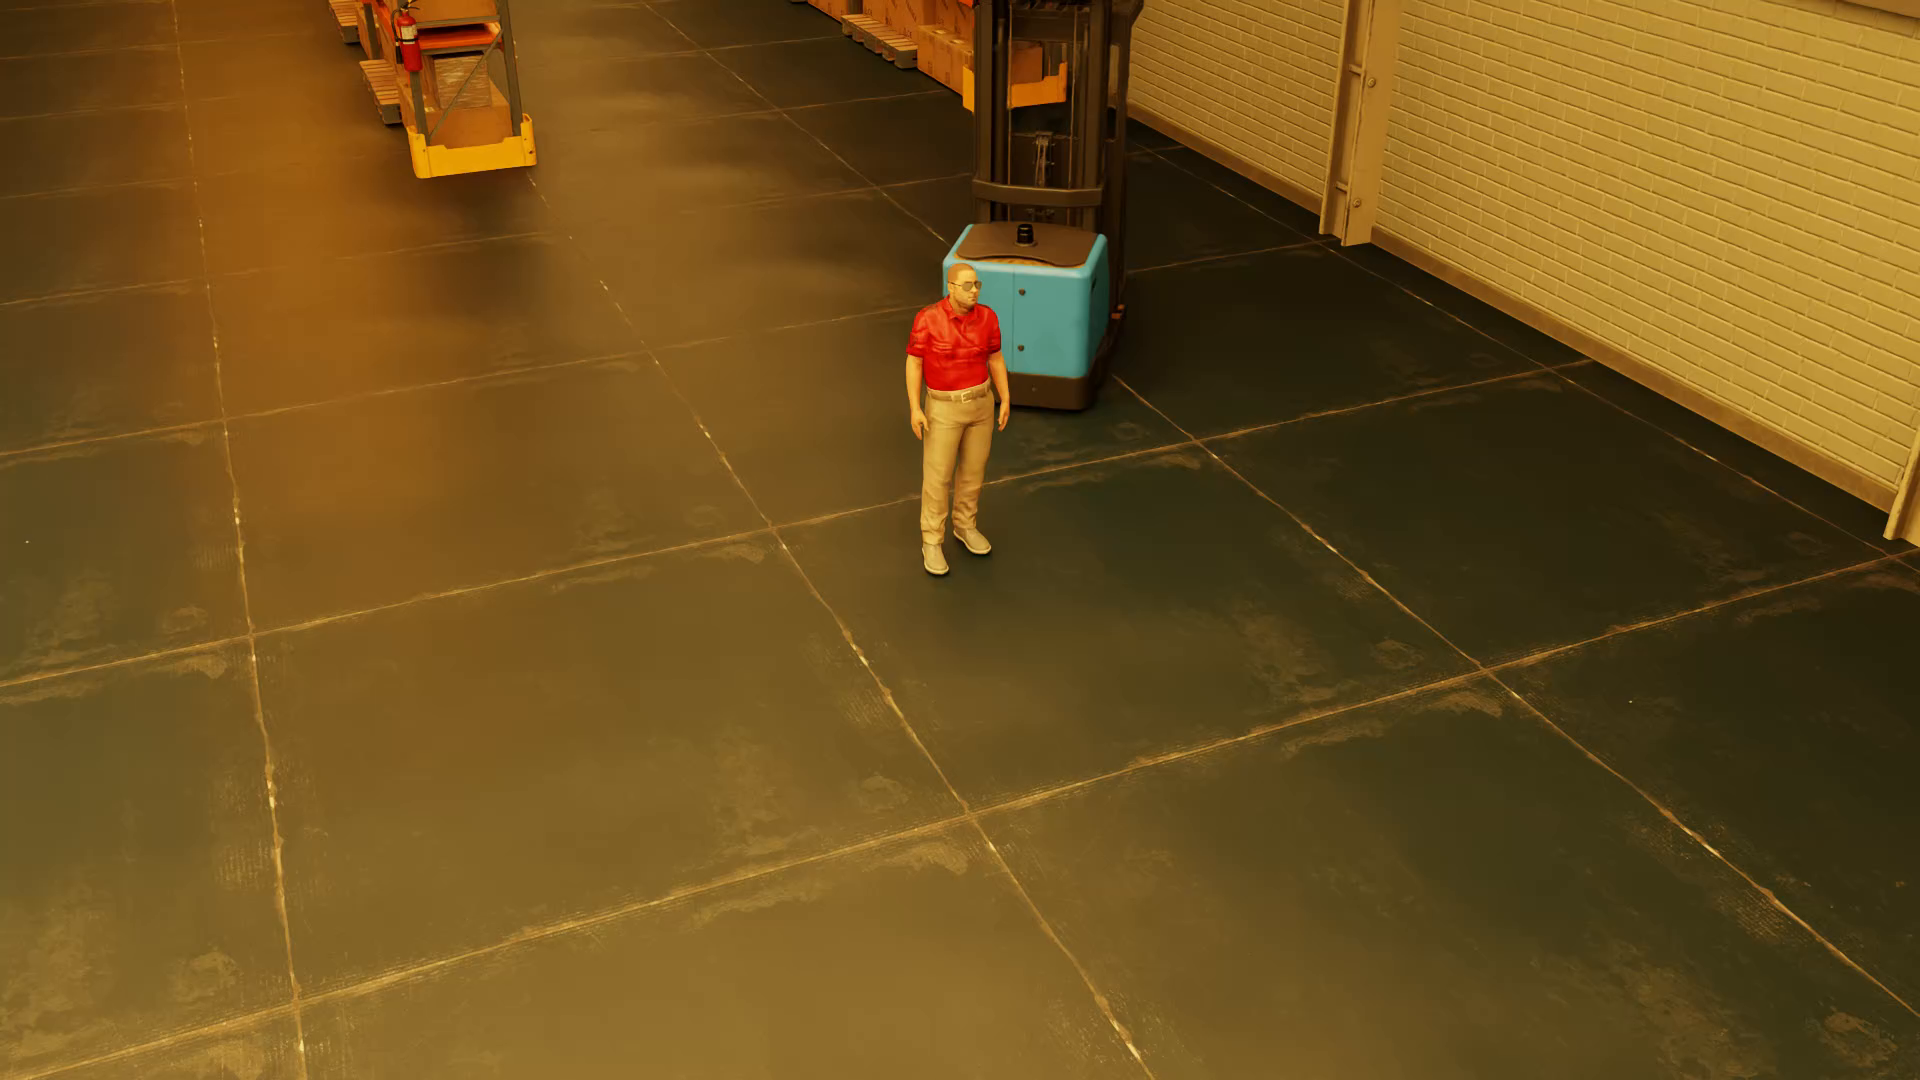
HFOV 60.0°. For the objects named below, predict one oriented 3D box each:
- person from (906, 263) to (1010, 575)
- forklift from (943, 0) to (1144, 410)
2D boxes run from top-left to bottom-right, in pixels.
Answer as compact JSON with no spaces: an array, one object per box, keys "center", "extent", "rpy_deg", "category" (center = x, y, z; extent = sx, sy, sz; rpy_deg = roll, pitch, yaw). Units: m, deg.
[{"center":[0.025,-0.713,9.564],"extent":[0.640,1.727,0.551],"rpy_deg":[-12,32,-20],"category":"person"},{"center":[0.695,-2.887,12.169],"extent":[1.130,2.935,3.031],"rpy_deg":[6,30,11],"category":"forklift"}]
